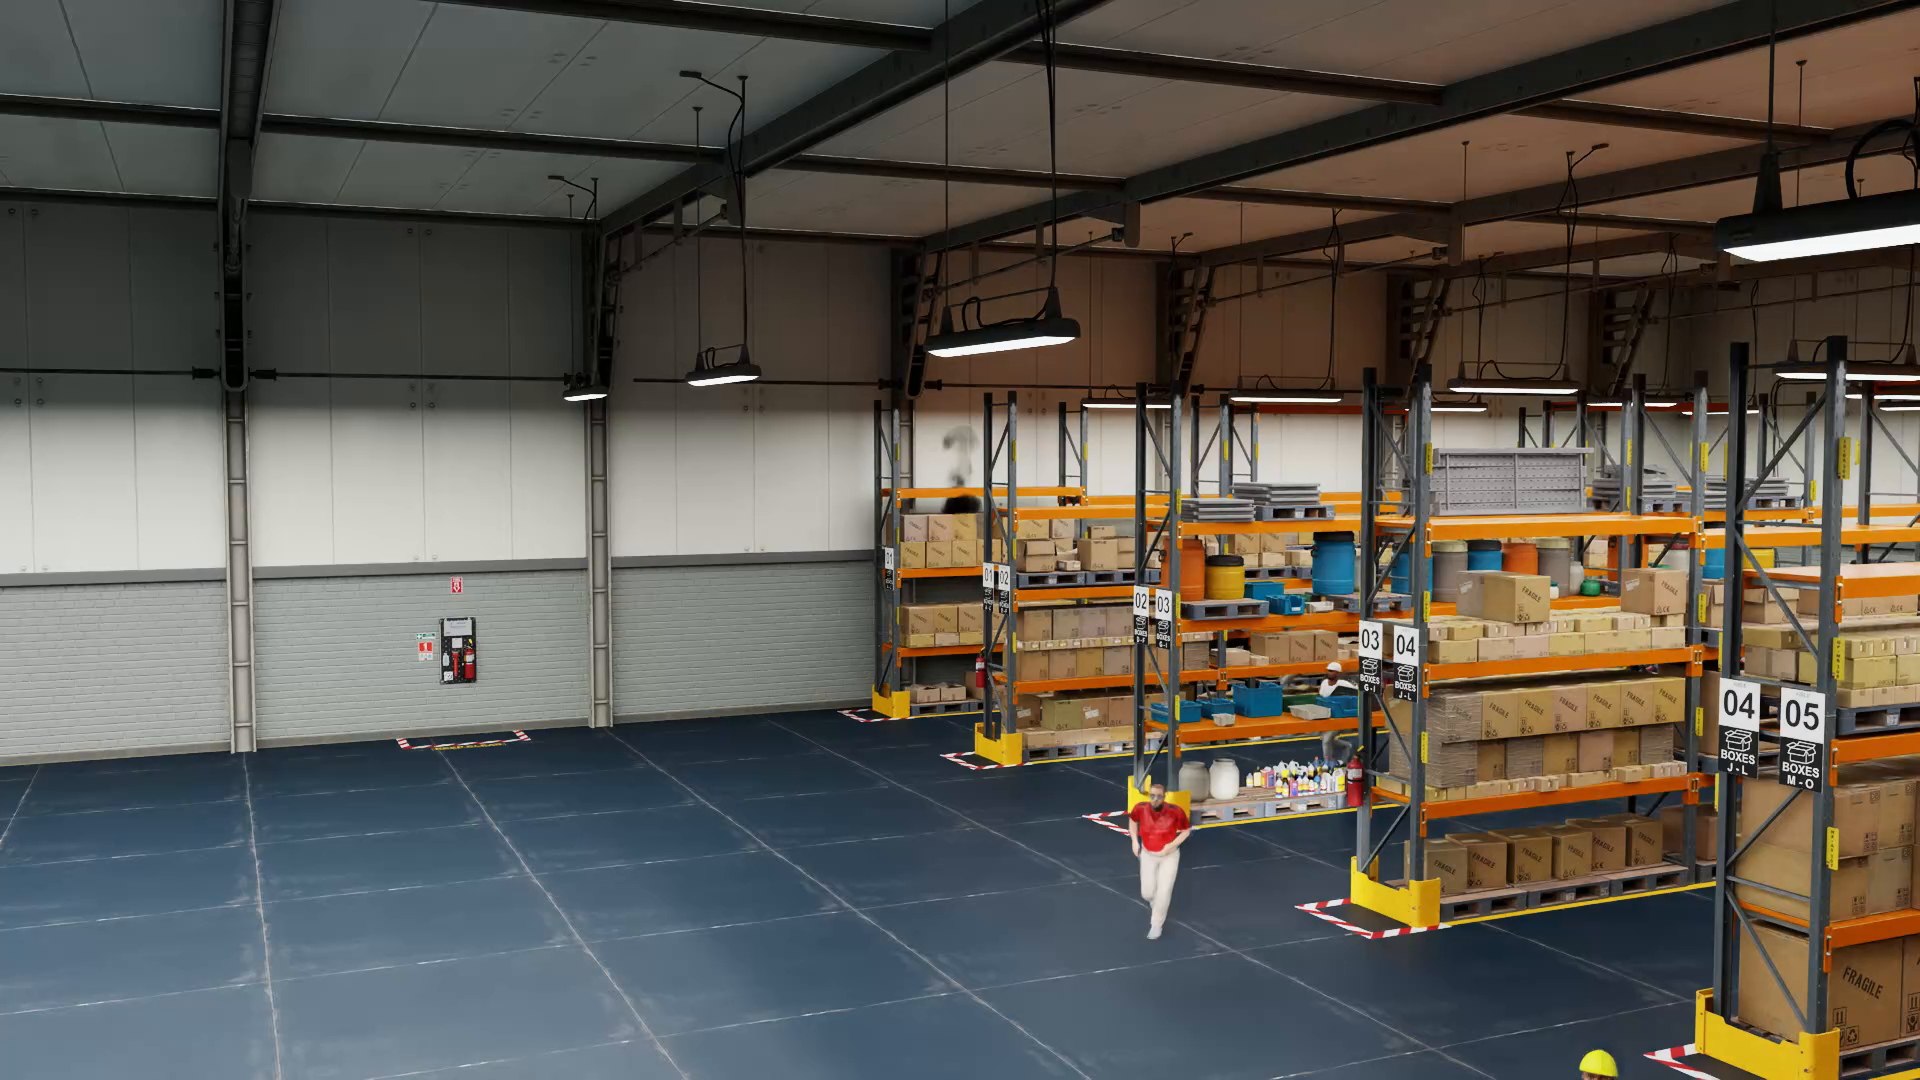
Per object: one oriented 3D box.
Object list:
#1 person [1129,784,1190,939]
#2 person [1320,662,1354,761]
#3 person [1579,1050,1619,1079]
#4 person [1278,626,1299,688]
[{"bbox_3d":[2.087,3.342,17.448,0.655,1.661,0.763,1,3,12],"label":"person"},{"bbox_3d":[5.909,2.794,26.107,0.824,1.765,0.709,-2,4,-32],"label":"person"},{"bbox_3d":[3.633,3.758,9.514,0.715,1.721,0.597,2,4,28],"label":"person"},{"bbox_3d":[6.395,2.447,32.096,0.814,1.790,0.672,-2,4,-33],"label":"person"}]
